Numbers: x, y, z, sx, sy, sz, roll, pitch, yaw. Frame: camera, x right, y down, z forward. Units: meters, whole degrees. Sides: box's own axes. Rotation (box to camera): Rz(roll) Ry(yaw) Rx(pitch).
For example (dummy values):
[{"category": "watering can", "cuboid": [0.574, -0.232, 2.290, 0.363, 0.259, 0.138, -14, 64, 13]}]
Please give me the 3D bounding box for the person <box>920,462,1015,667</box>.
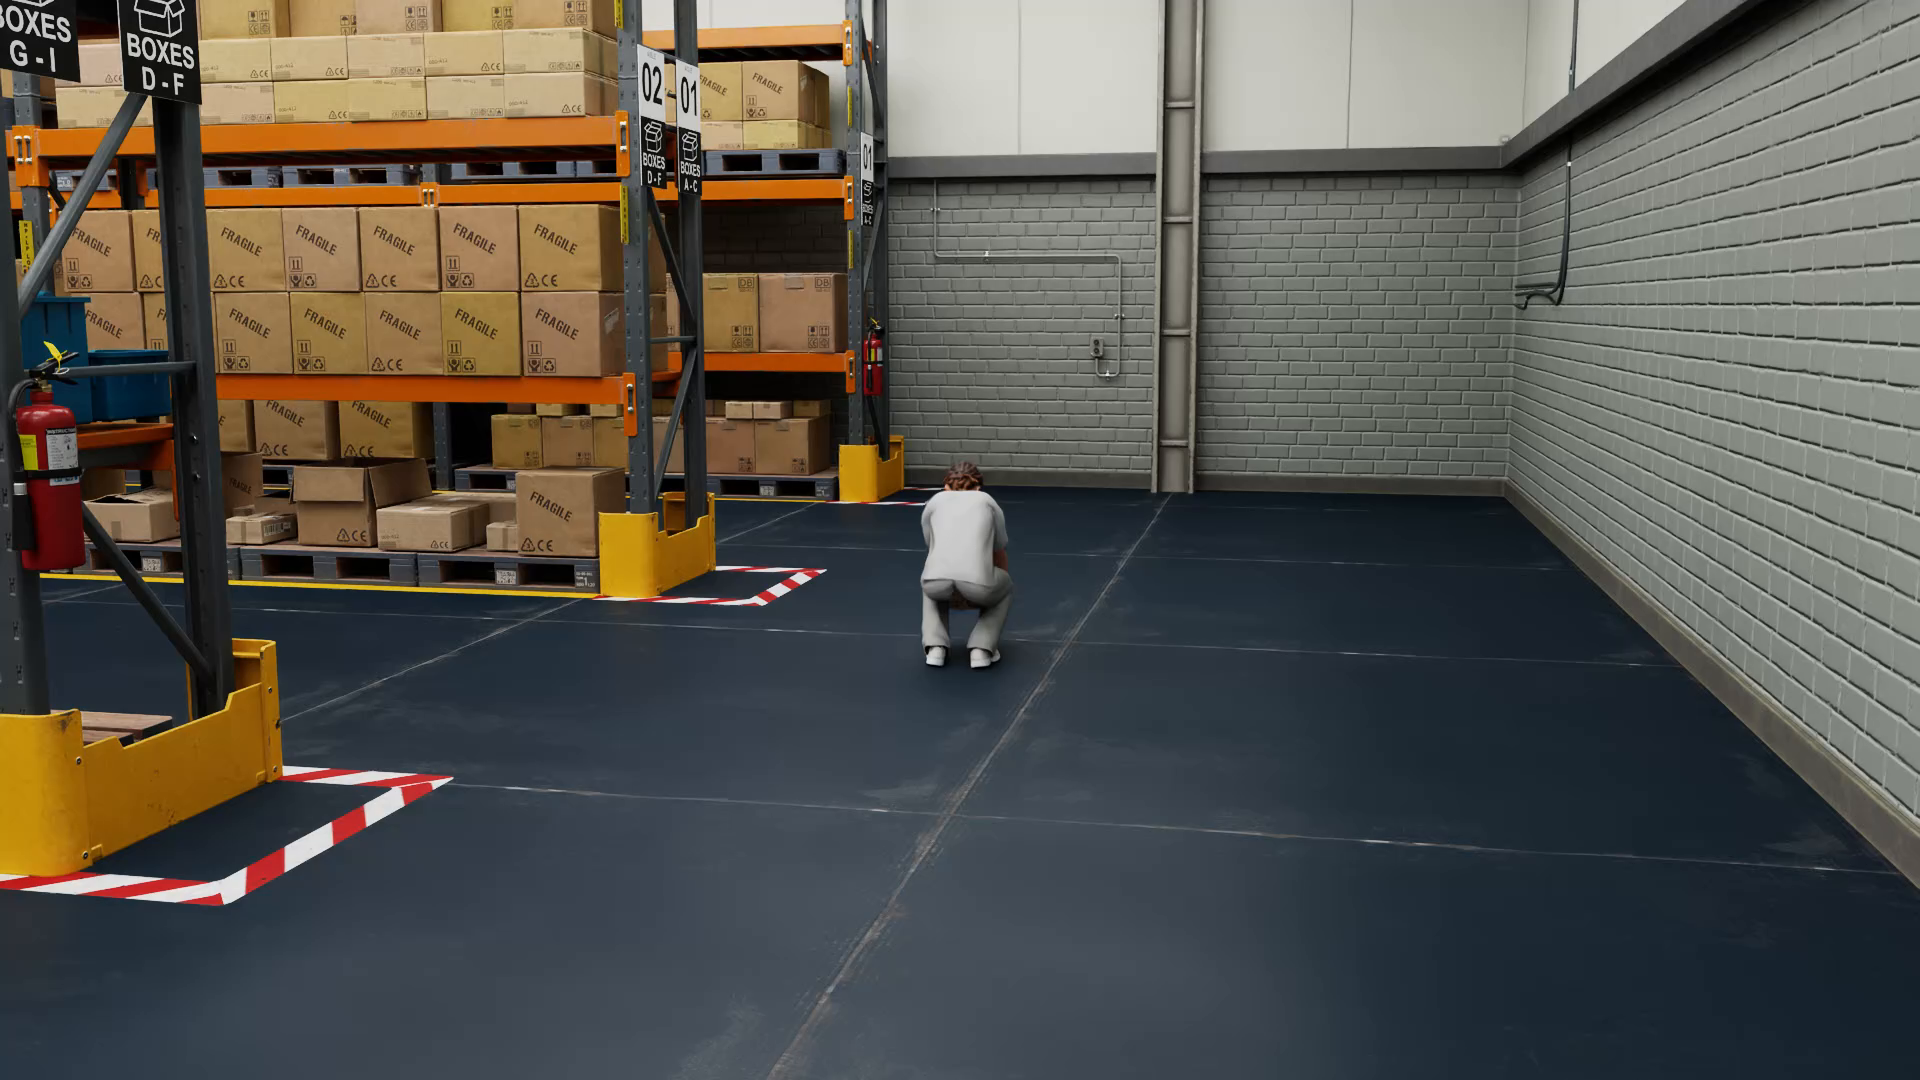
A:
[{"category": "person", "cuboid": [0.024, 0.110, 8.168, 0.464, 0.950, 0.817, 1, 8, 10]}]
